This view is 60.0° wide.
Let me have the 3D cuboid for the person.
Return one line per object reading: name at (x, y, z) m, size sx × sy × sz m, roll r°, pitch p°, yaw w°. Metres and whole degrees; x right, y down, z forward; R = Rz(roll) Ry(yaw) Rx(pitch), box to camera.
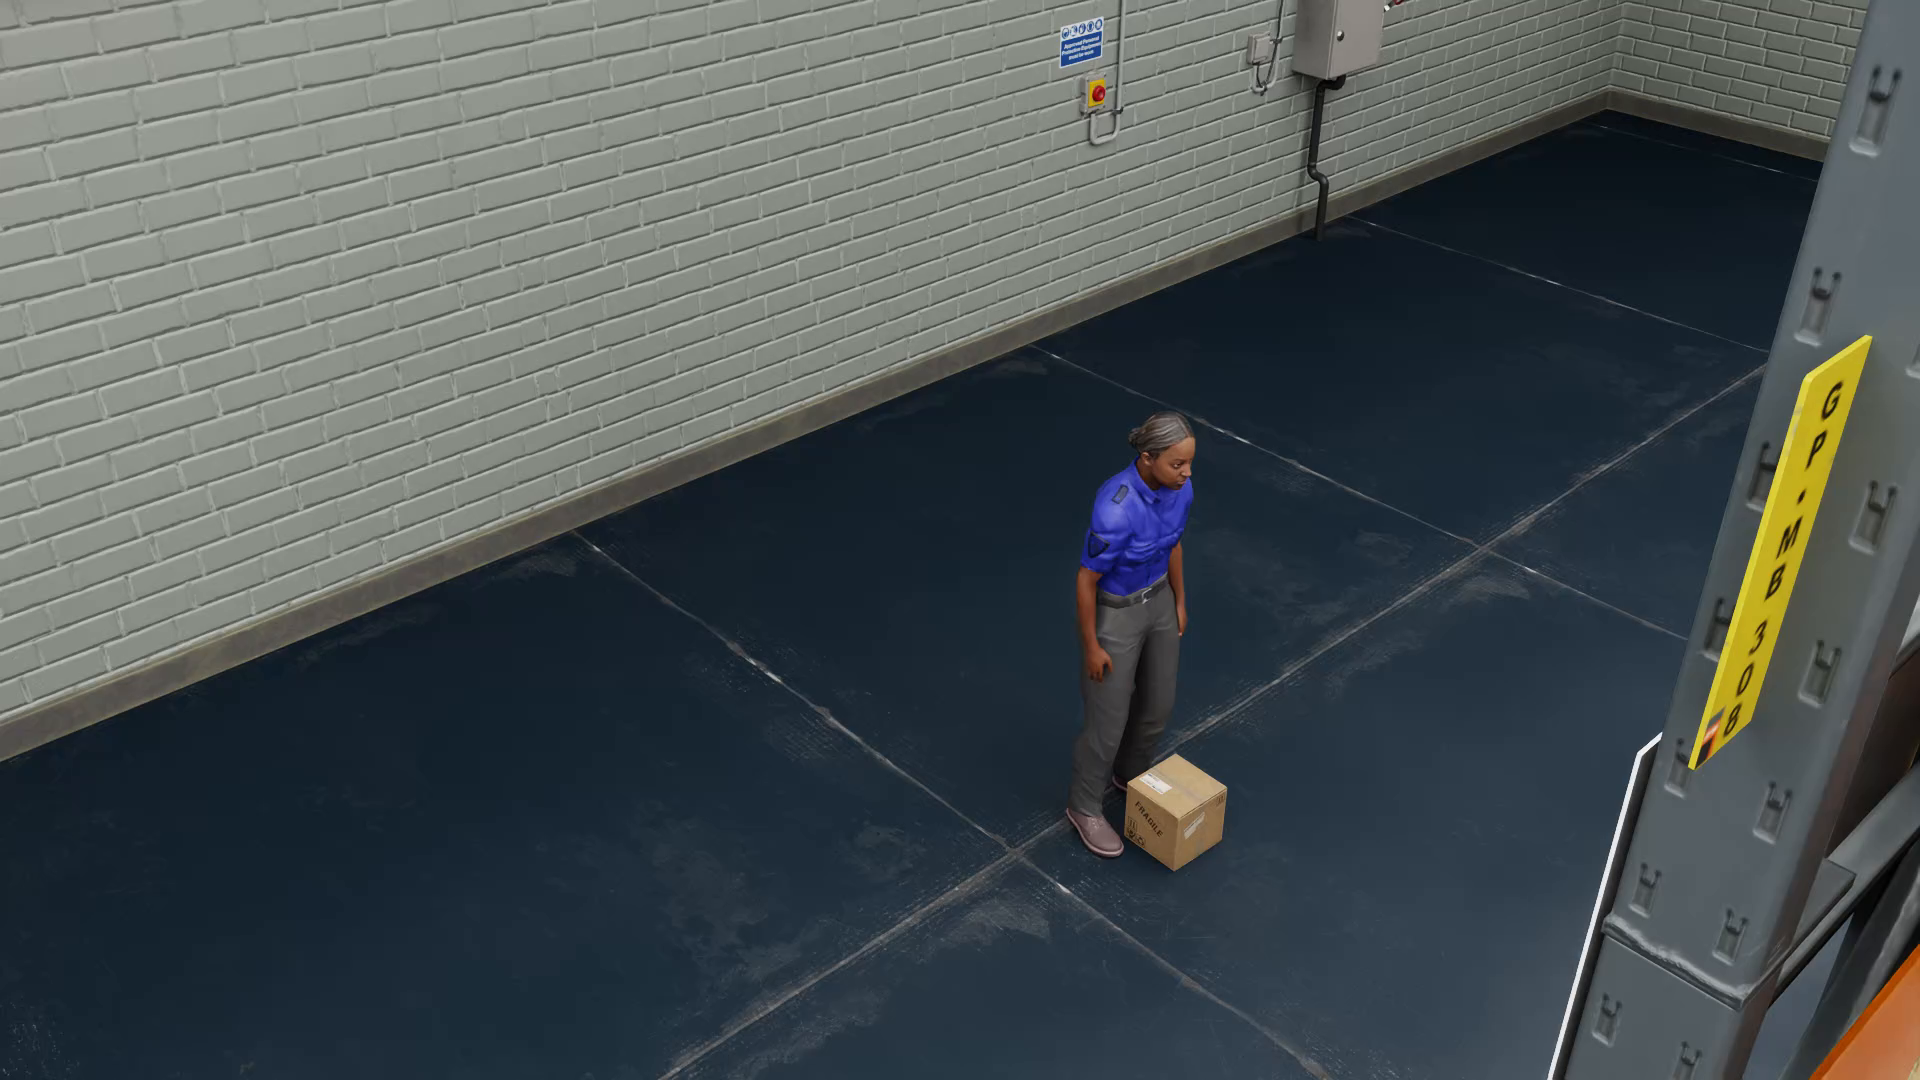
person at (0.592, 0.287, 5.681) m, size 0.503 × 1.654 × 0.350 m, roll -26°, pitch 40°, yaw -35°
